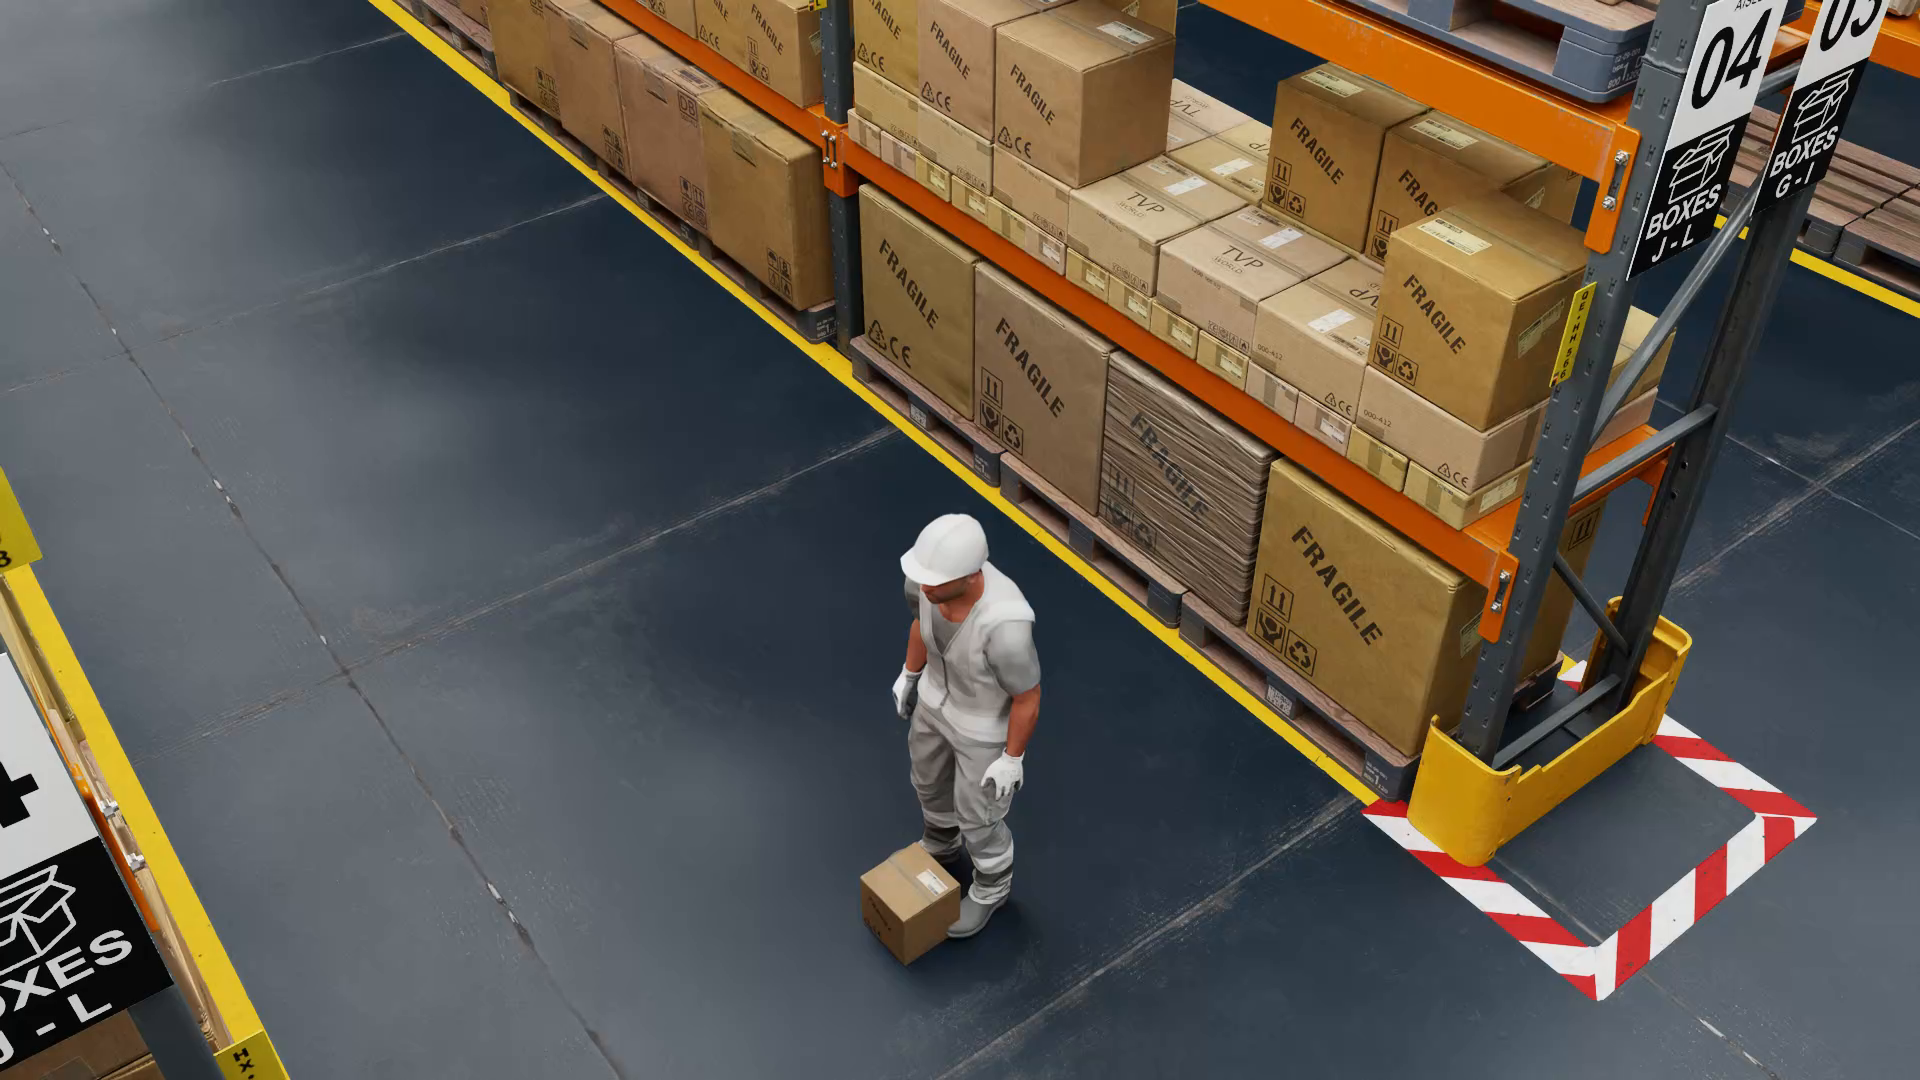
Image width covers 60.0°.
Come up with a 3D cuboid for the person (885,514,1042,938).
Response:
[{"bbox_3d":[0.003,0.590,5.440,0.449,1.778,0.595,-28,47,-29],"label":"person"}]
